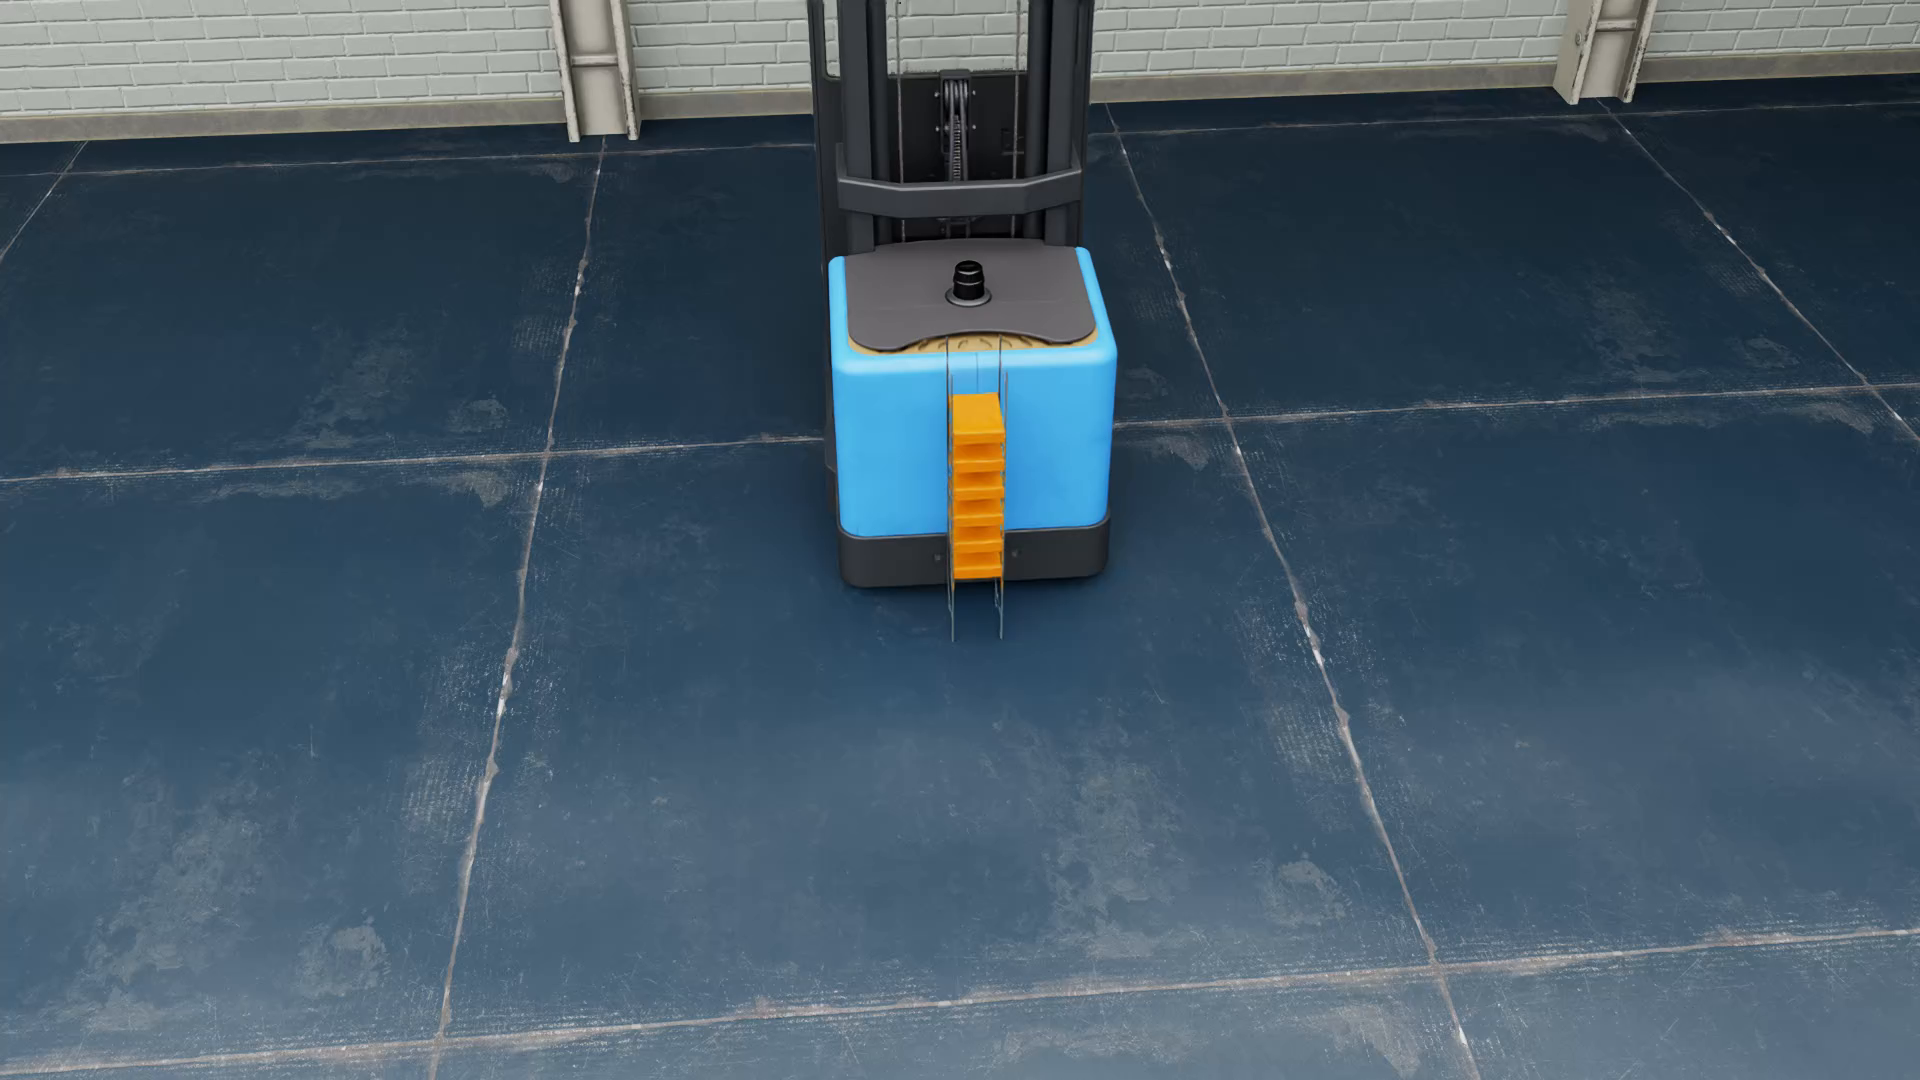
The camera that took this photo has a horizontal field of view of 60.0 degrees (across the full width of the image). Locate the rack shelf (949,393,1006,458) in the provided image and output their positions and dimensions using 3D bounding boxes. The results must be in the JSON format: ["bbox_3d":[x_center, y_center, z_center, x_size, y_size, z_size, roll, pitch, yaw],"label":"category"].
[{"bbox_3d":[0.056,-0.405,5.783,0.180,0.103,0.258,-3,39,-4],"label":"rack shelf"}]

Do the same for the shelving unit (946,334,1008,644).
[{"bbox_3d":[0.056,-0.158,5.980,0.189,1.200,0.258,-3,39,-4],"label":"shelving unit"}]

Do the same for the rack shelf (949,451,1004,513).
[{"bbox_3d":[0.056,-0.217,5.933,0.180,0.103,0.258,-3,39,-4],"label":"rack shelf"}]

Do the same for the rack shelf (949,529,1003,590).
[{"bbox_3d":[0.056,0.064,6.158,0.180,0.103,0.258,-3,39,-4],"label":"rack shelf"}]

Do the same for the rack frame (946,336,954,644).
[{"bbox_3d":[-0.035,-0.154,5.975,0.006,1.200,0.240,-3,39,-4],"label":"rack frame"}]

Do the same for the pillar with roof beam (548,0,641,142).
[{"bbox_3d":[-1.709,-3.301,3.669,0.400,9.000,9.100,-3,38,-4],"label":"pillar with roof beam"}]

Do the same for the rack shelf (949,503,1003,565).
[{"bbox_3d":[0.056,-0.030,6.083,0.180,0.103,0.258,-3,39,-4],"label":"rack shelf"}]

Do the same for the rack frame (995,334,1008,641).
[{"bbox_3d":[0.147,-0.162,5.986,0.006,1.200,0.240,-3,39,-4],"label":"rack frame"}]

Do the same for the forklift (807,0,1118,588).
[{"bbox_3d":[-0.056,-1.866,6.748,1.130,2.935,3.031,-3,38,-4],"label":"forklift"}]

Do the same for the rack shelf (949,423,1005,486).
[{"bbox_3d":[0.056,-0.311,5.858,0.180,0.103,0.258,-3,39,-4],"label":"rack shelf"}]

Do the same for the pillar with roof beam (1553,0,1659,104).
[{"bbox_3d":[4.267,-3.630,4.086,0.400,9.000,9.100,-3,38,-4],"label":"pillar with roof beam"}]

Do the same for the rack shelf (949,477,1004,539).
[{"bbox_3d":[0.056,-0.123,6.008,0.180,0.103,0.258,-3,39,-4],"label":"rack shelf"}]
